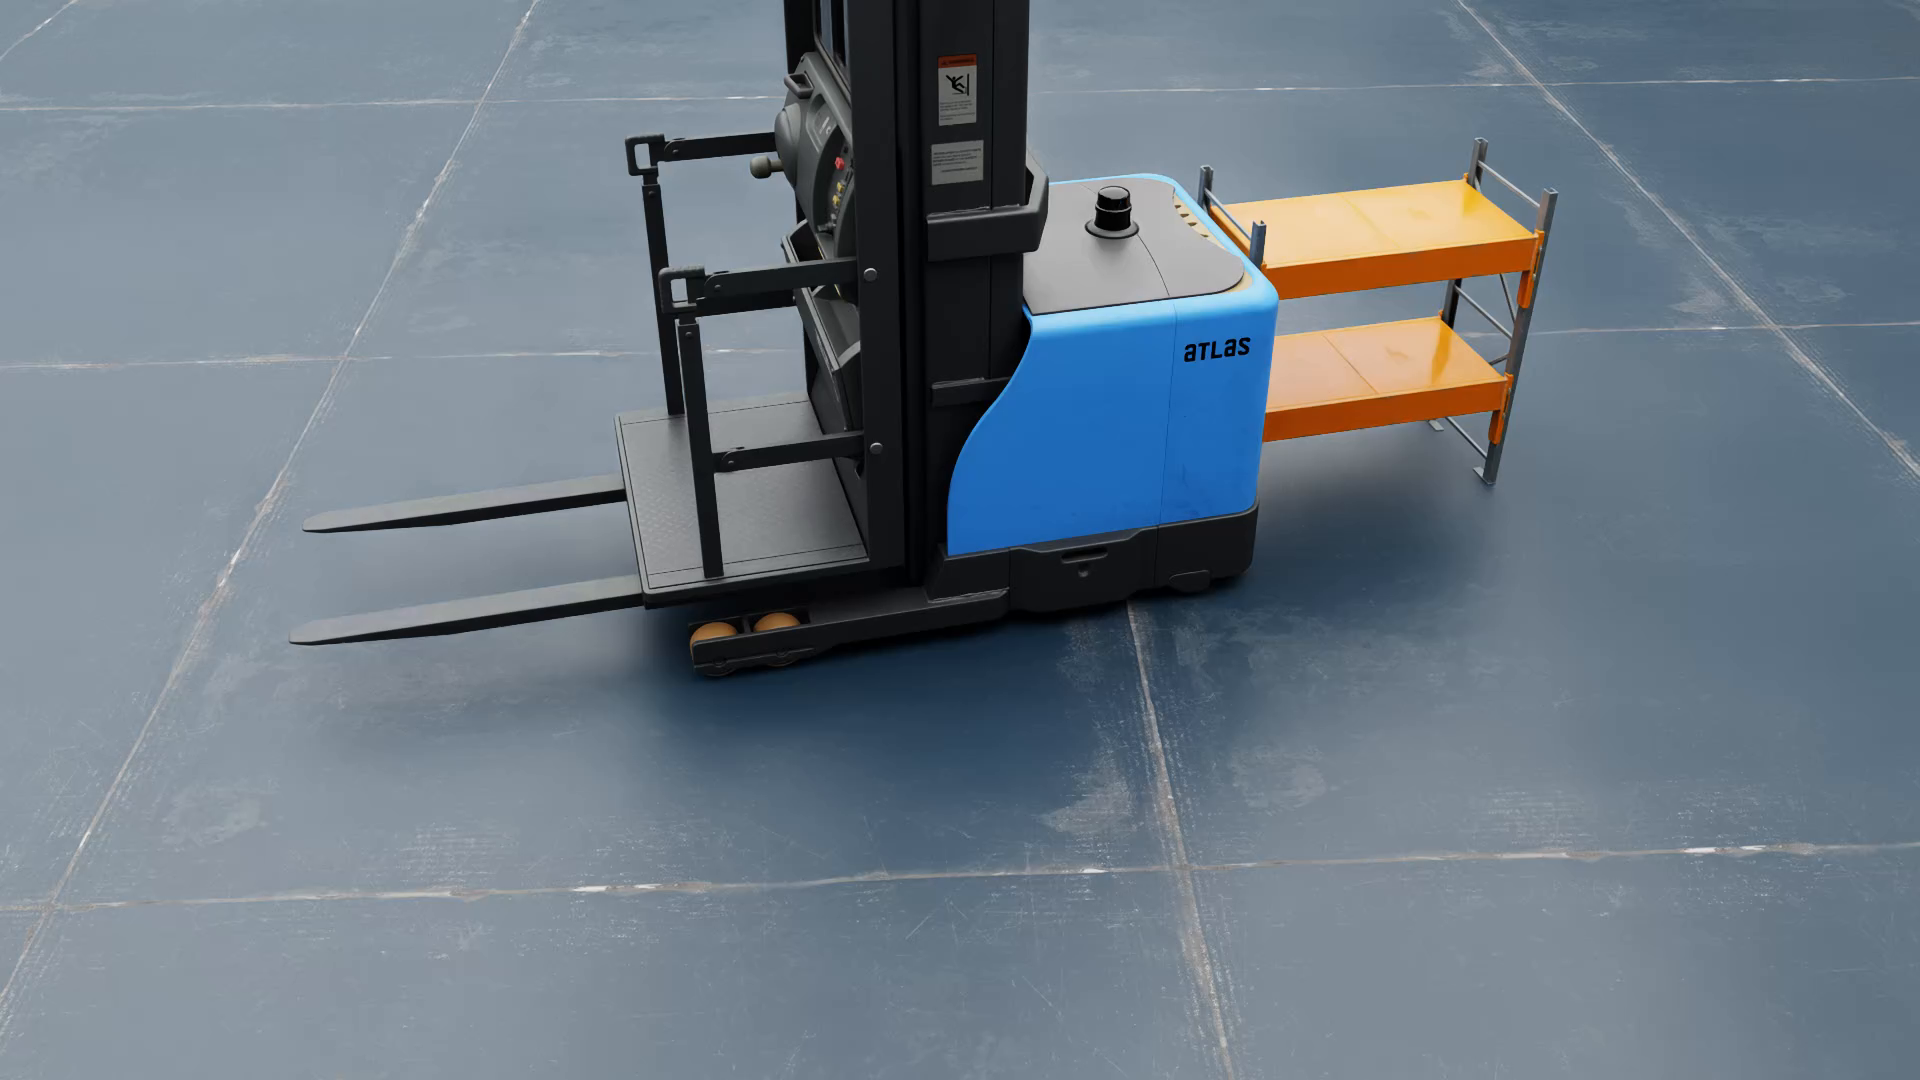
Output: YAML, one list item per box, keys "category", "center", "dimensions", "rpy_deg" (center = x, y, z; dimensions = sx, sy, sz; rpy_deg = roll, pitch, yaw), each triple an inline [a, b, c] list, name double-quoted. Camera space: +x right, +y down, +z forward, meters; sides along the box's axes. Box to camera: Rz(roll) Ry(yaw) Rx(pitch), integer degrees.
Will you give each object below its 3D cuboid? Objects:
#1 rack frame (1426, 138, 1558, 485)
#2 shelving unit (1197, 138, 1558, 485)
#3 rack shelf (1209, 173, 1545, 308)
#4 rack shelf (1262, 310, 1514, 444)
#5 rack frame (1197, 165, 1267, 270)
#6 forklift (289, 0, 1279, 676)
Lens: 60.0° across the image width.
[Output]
- category: "rack frame"
  center: [1.869, -0.802, 5.920]
  dimensions: [0.032, 1.125, 0.500]
  rpy_deg: [-8, 36, -12]
- category: "shelving unit"
  center: [1.377, -0.730, 5.817]
  dimensions: [1.048, 1.125, 0.538]
  rpy_deg: [-8, 36, -12]
- category: "rack shelf"
  center: [1.377, -0.971, 5.650]
  dimensions: [1.000, 0.278, 0.538]
  rpy_deg: [-8, 36, -12]
- category: "rack shelf"
  center: [1.377, -0.529, 5.956]
  dimensions: [1.000, 0.278, 0.538]
  rpy_deg: [-8, 36, -12]
- category: "rack frame"
  center: [0.884, -0.659, 5.713]
  dimensions: [0.032, 1.125, 0.500]
  rpy_deg: [-8, 36, -12]
- category: "forklift"
  center: [-0.603, -1.117, 4.788]
  dimensions: [3.031, 2.935, 1.130]
  rpy_deg: [-8, 36, -12]
